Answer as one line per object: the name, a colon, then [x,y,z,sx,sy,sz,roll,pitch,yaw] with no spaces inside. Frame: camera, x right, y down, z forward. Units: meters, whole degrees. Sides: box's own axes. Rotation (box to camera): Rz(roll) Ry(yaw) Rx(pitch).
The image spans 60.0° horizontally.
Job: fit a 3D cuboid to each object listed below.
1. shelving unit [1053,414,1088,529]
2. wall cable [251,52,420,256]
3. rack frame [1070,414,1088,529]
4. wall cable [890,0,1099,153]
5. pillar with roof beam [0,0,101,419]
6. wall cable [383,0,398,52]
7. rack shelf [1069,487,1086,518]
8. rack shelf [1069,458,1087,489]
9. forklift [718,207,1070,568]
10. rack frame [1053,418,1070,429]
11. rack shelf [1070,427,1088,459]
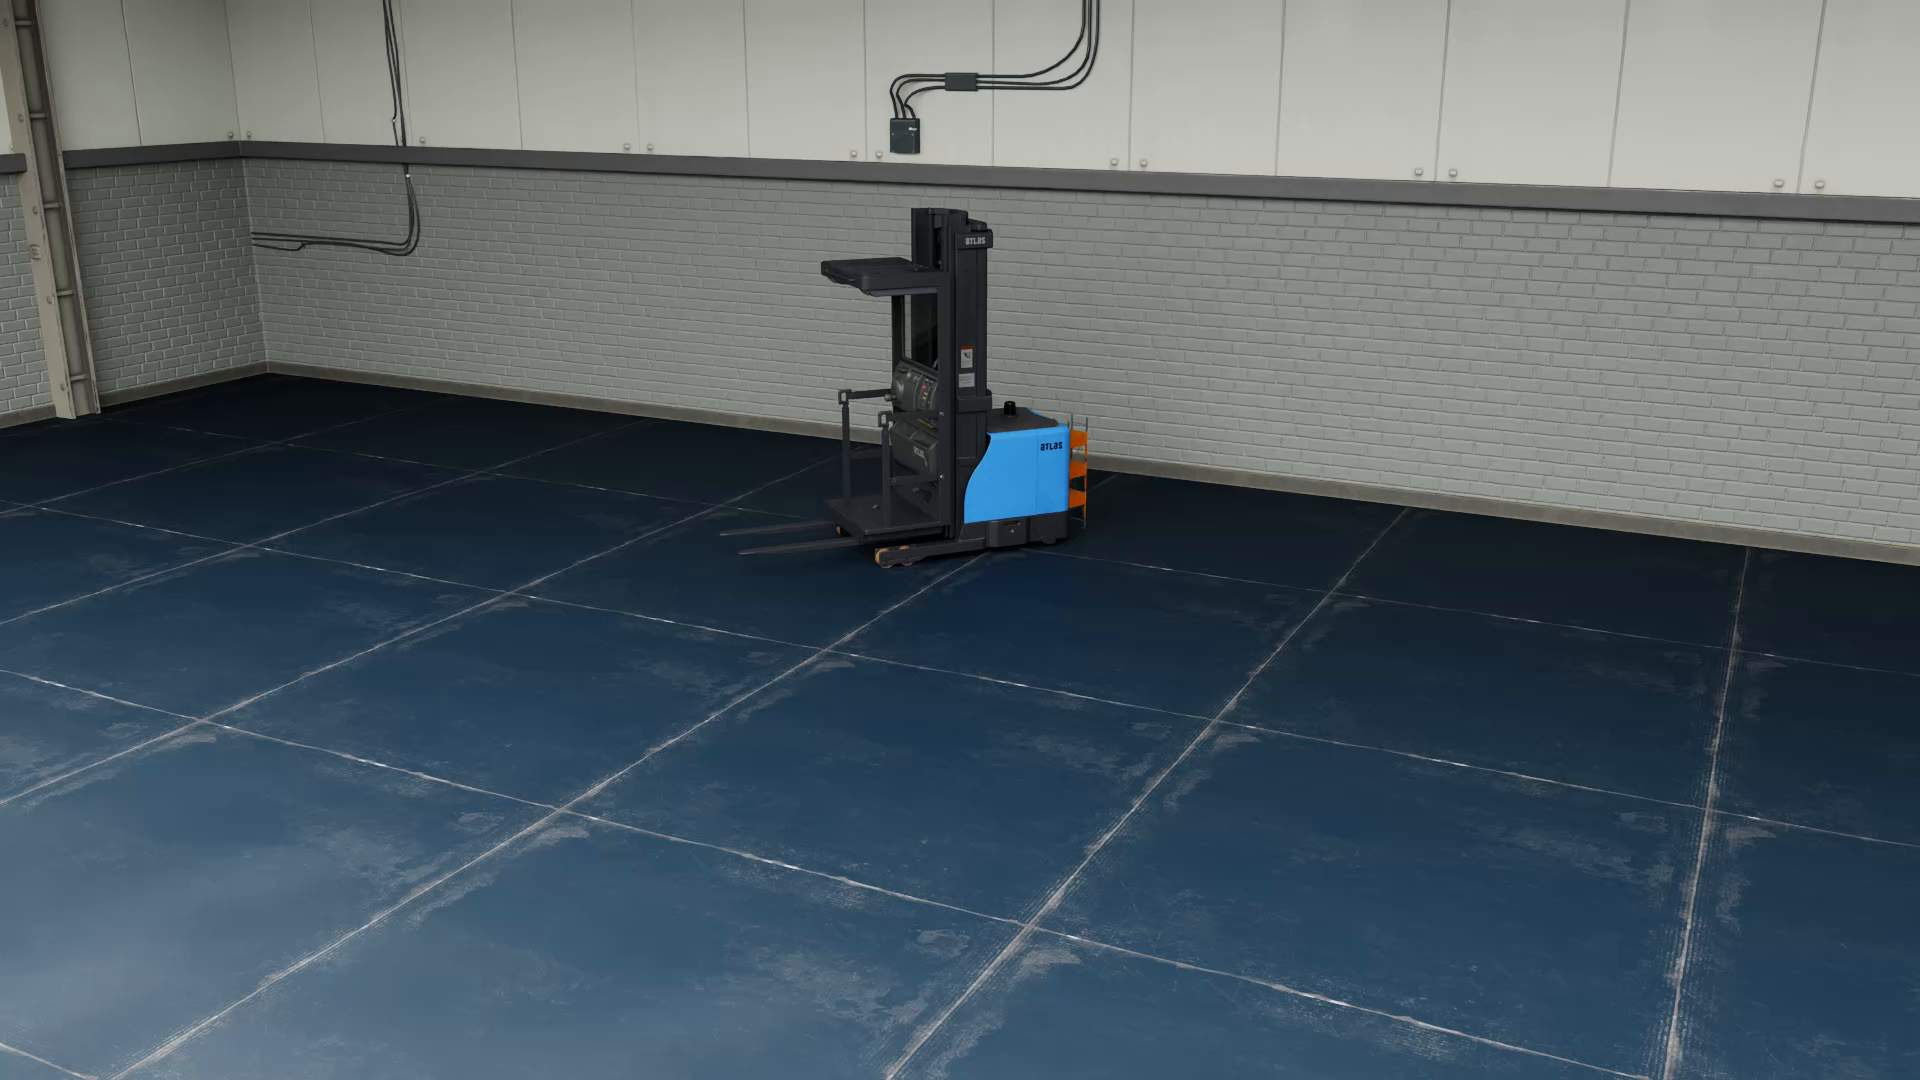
shelving unit: [1.000,-0.604,15.213,0.252,1.050,0.215,-15,22,-42]
wall cable: [-8.178,-4.927,21.260,3.097,2.526,0.112,8,18,25]
rack frame: [1.088,-0.628,15.294,0.008,1.050,0.200,-15,22,-42]
wall cable: [0.308,-6.834,16.254,2.305,6.003,0.169,8,18,25]
pillar with roof beam: [-6.826,-5.285,17.014,9.100,9.000,0.400,8,18,25]
wall cable: [-5.758,-7.003,19.382,3.097,2.526,0.112,8,18,25]
rack shelf: [1.000,-0.327,15.295,0.240,0.259,0.215,-15,22,-42]
rack shelf: [1.000,-0.593,15.216,0.240,0.259,0.215,-15,22,-42]
forklift: [-0.578,-1.334,14.366,3.031,2.935,1.130,-7,18,-22]
rack frame: [0.912,-0.580,15.132,0.008,1.050,0.200,-15,22,-42]
rack shelf: [1.000,-0.866,15.135,0.240,0.259,0.215,-15,22,-42]
